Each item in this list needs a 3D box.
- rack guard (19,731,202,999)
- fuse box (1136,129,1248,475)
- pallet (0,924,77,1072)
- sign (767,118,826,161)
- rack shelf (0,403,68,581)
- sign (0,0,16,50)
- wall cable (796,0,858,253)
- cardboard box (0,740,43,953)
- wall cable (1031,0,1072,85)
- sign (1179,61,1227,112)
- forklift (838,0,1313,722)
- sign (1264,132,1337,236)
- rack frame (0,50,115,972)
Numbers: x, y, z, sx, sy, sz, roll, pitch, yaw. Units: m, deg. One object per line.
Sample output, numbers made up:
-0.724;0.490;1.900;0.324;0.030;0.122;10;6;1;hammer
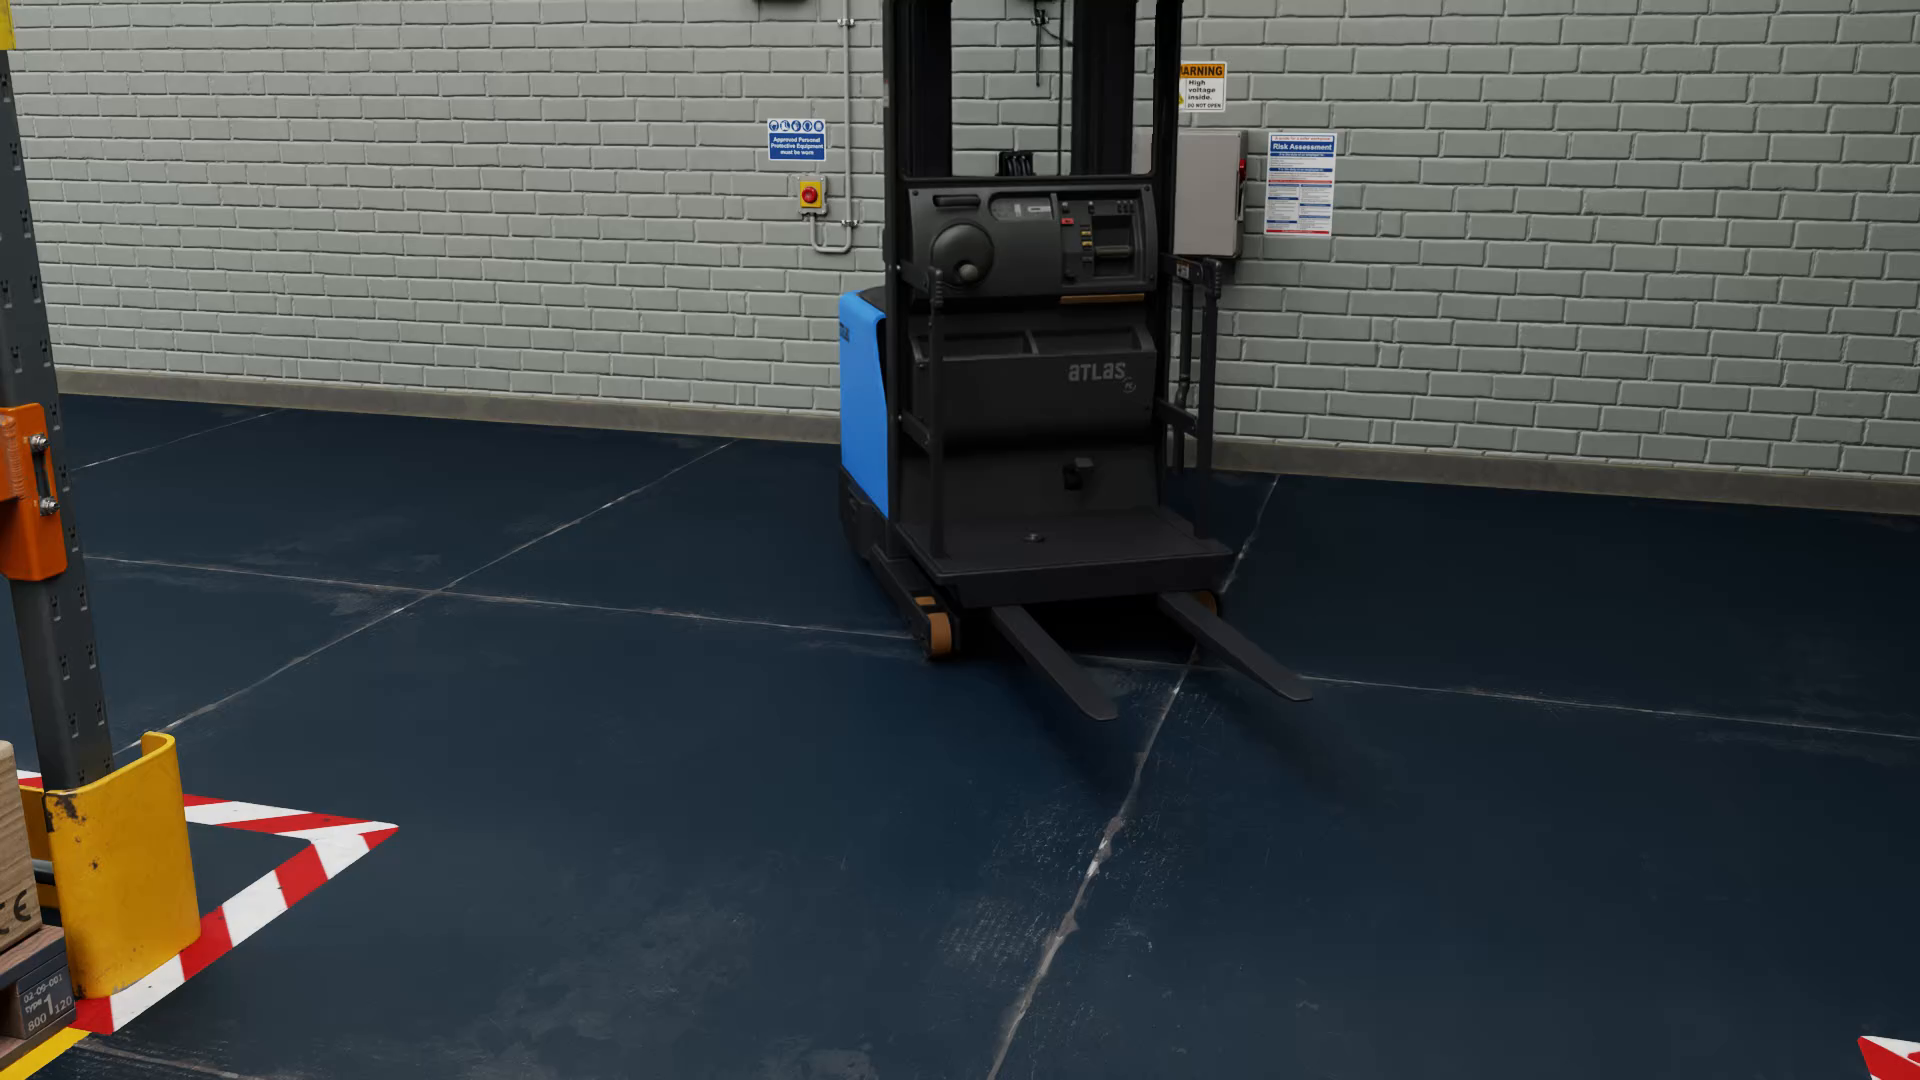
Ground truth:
-2.412;0.699;3.948;1.175;0.500;0.348;5;16;16;rack guard
1.134;-1.153;8.260;0.539;1.711;0.414;5;16;16;fuse box
-2.571;1.060;3.207;1.003;0.211;1.213;5;16;16;pallet
-0.867;-2.124;8.825;0.327;0.218;0.001;5;16;16;sign
-2.987;0.372;1.839;1.077;0.370;4.000;5;16;16;rack shelf
-1.902;-1.122;3.234;0.100;0.325;0.005;5;16;16;sign
-0.838;-2.478;8.650;0.585;1.953;0.123;5;16;16;wall cable
-2.510;0.714;3.241;0.875;0.438;0.875;4;16;14;cardboard box
0.525;-2.356;8.277;0.588;1.984;0.122;5;16;16;wall cable
1.140;-2.229;8.177;0.339;0.242;0.001;5;16;16;sign
0.329;-1.108;5.863;1.130;2.935;3.031;-4;16;-14;forklift
1.667;-1.743;8.153;0.329;0.494;0.001;5;16;16;sign
-2.418;-0.497;3.585;1.000;3.000;0.127;5;16;16;rack frame
